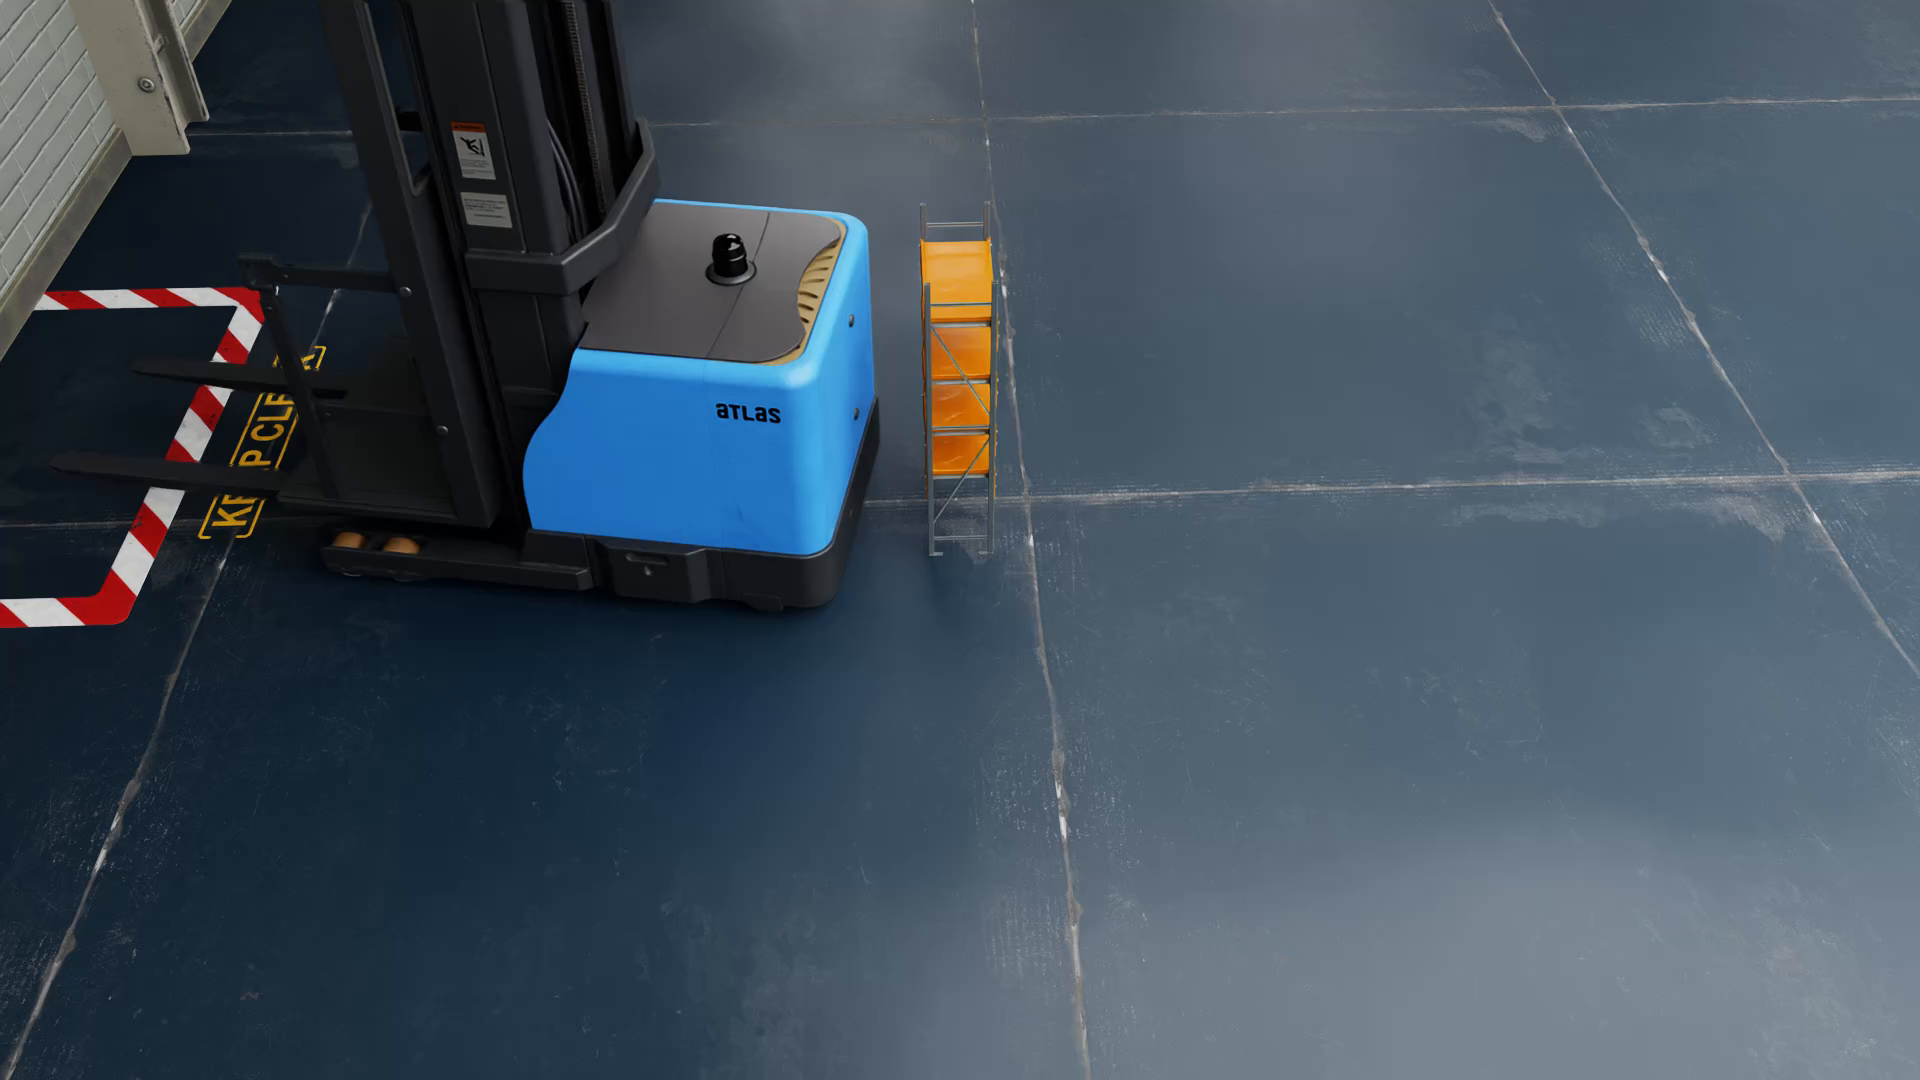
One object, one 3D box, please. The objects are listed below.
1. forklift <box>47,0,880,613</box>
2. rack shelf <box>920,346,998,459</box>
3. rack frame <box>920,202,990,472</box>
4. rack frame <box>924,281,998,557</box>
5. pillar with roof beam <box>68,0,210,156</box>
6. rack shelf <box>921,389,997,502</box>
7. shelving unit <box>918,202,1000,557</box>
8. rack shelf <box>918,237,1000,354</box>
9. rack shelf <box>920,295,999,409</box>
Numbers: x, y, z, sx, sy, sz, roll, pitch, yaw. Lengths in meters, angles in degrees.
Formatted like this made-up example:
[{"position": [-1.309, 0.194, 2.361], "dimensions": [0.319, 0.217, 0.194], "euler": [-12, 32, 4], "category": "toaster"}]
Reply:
[{"position": [-1.875, -1.275, 5.472], "dimensions": [3.031, 2.935, 1.130], "euler": [6, 43, 6], "category": "forklift"}, {"position": [-0.007, -0.504, 6.012], "dimensions": [0.258, 0.148, 0.480], "euler": [-2, 43, -2], "category": "rack shelf"}, {"position": [-0.017, -0.719, 6.146], "dimensions": [0.240, 1.200, 0.015], "euler": [-2, 43, -2], "category": "rack frame"}, {"position": [0.003, -0.389, 5.787], "dimensions": [0.240, 1.200, 0.015], "euler": [-2, 43, -2], "category": "rack frame"}, {"position": [0.250, -5.512, 5.603], "dimensions": [9.100, 9.000, 0.400], "euler": [-2, 43, -2], "category": "pillar with roof beam"}, {"position": [-0.007, -0.358, 6.146], "dimensions": [0.258, 0.148, 0.480], "euler": [-2, 43, -2], "category": "rack shelf"}, {"position": [-0.007, -0.554, 5.966], "dimensions": [0.258, 1.200, 0.503], "euler": [-2, 43, -2], "category": "shelving unit"}, {"position": [-0.007, -0.844, 5.701], "dimensions": [0.258, 0.148, 0.480], "euler": [-2, 43, -2], "category": "rack shelf"}, {"position": [-0.007, -0.669, 5.861], "dimensions": [0.258, 0.148, 0.480], "euler": [-2, 43, -2], "category": "rack shelf"}]
